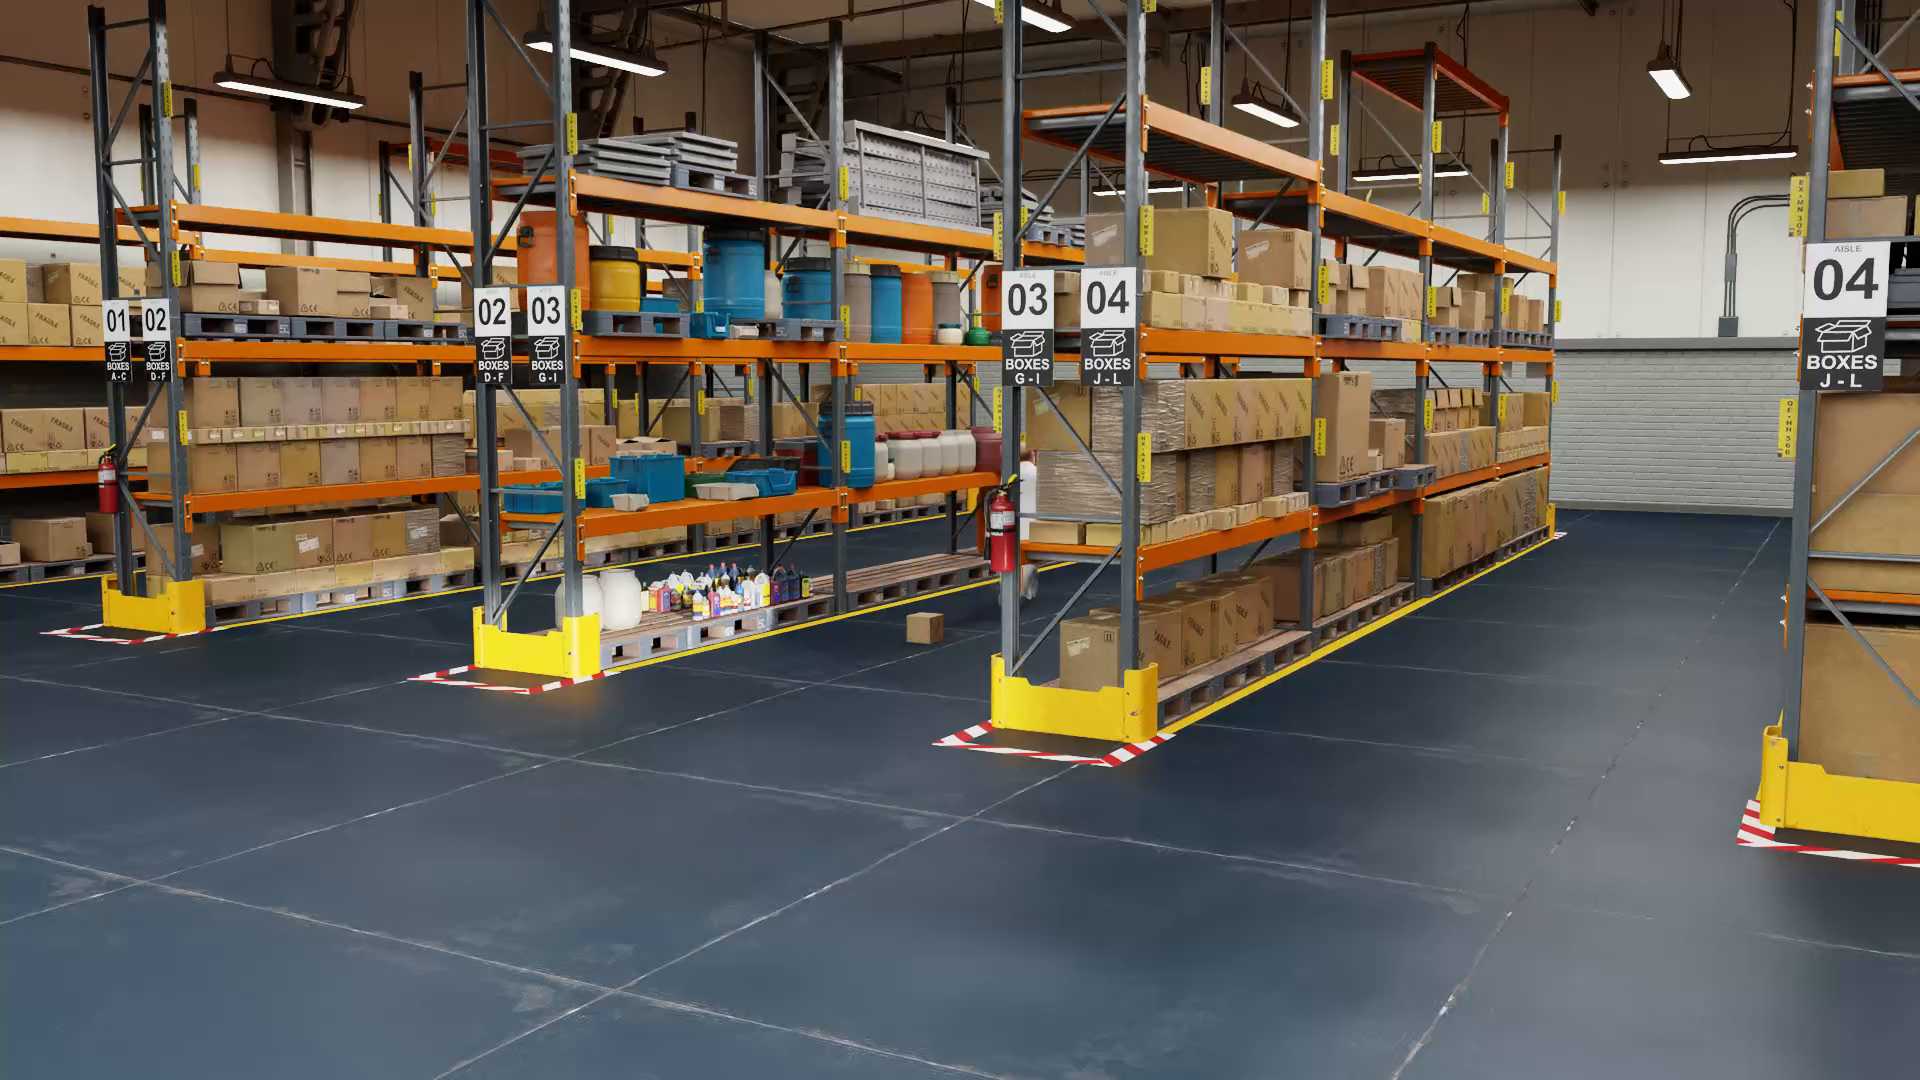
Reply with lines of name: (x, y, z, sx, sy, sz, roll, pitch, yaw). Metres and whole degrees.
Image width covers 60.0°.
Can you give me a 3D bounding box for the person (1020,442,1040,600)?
person: (0.752, -0.200, 18.019, 0.611, 1.735, 1.088, 2, 6, 22)
